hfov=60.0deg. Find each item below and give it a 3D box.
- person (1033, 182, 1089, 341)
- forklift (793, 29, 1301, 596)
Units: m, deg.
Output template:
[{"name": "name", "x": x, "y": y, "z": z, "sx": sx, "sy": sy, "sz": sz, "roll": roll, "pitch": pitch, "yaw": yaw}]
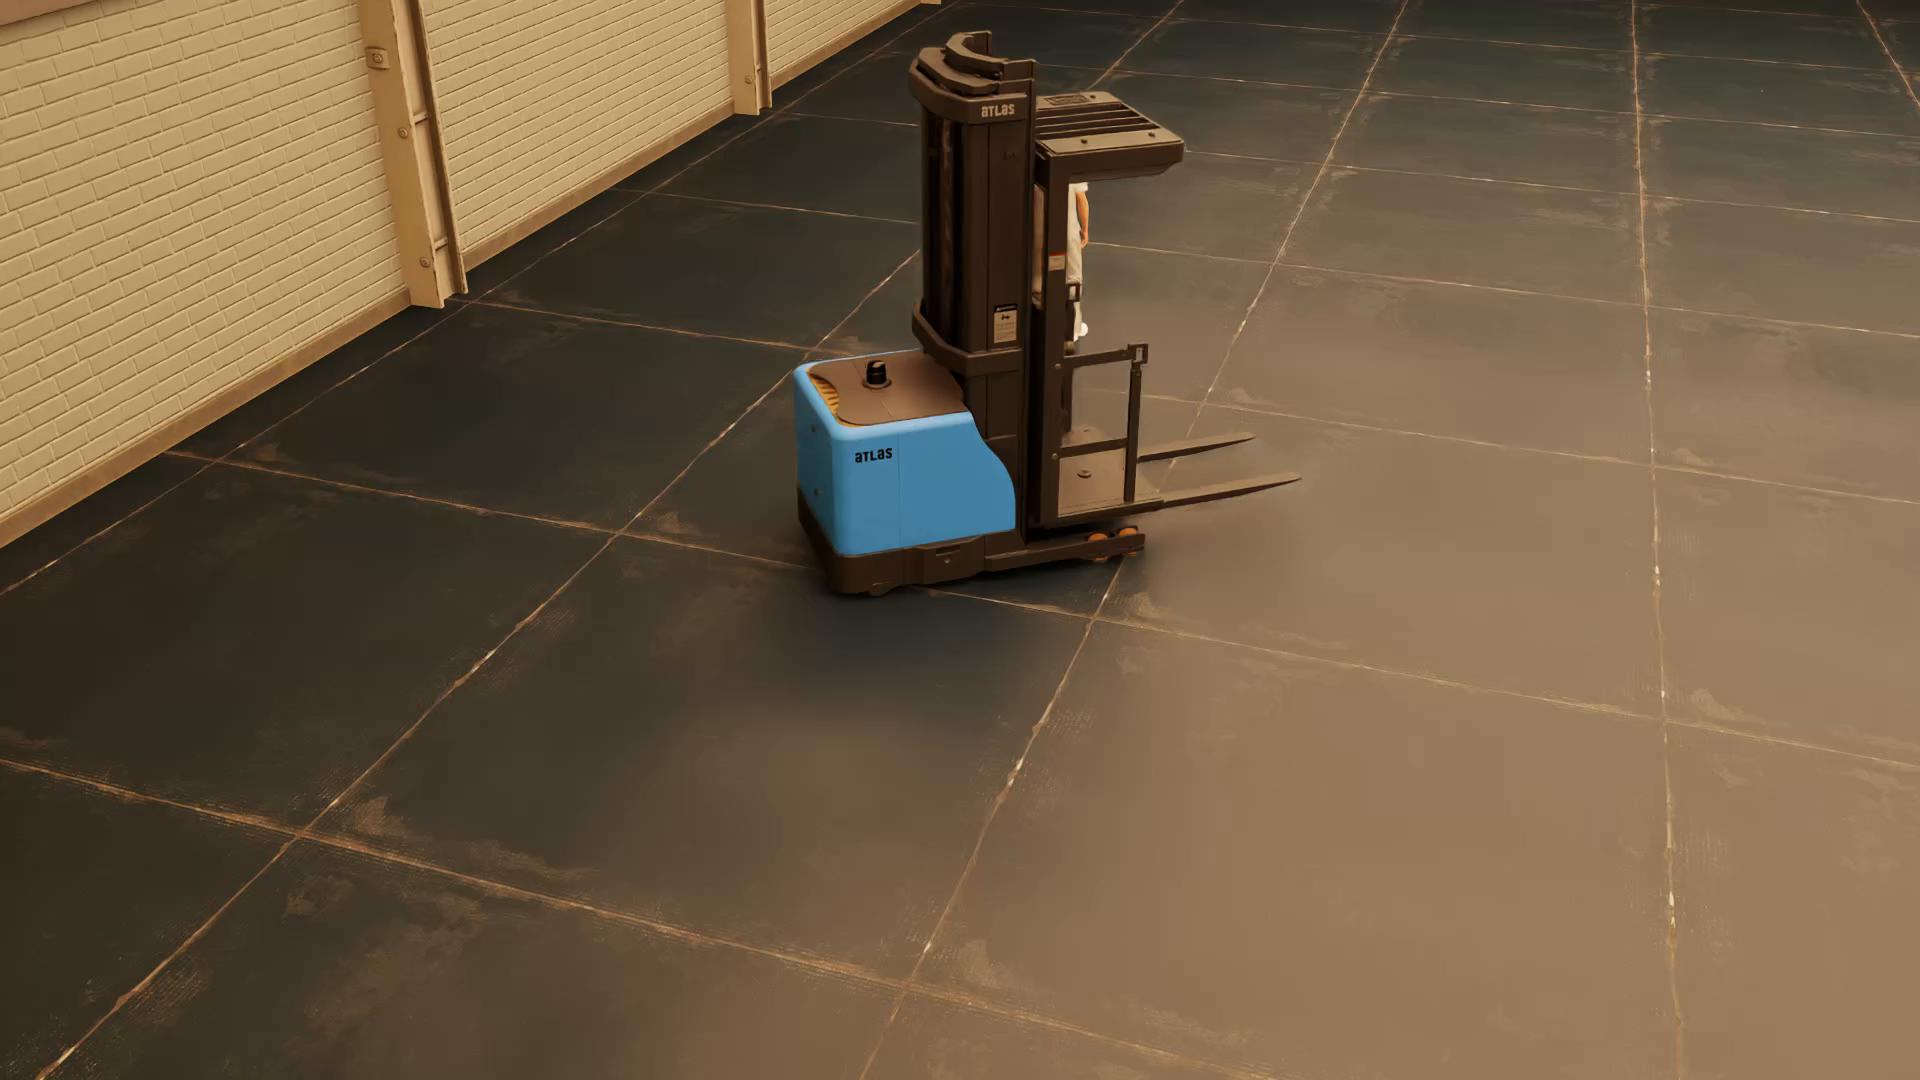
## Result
[{"name": "person", "x": 0.726, "y": -2.310, "z": 12.461, "sx": 0.495, "sy": 1.671, "sz": 0.363, "roll": 6, "pitch": 30, "yaw": 10}, {"name": "forklift", "x": 0.581, "y": -1.381, "z": 9.559, "sx": 3.031, "sy": 2.935, "sz": 1.130, "roll": -10, "pitch": 31, "yaw": -16}]
